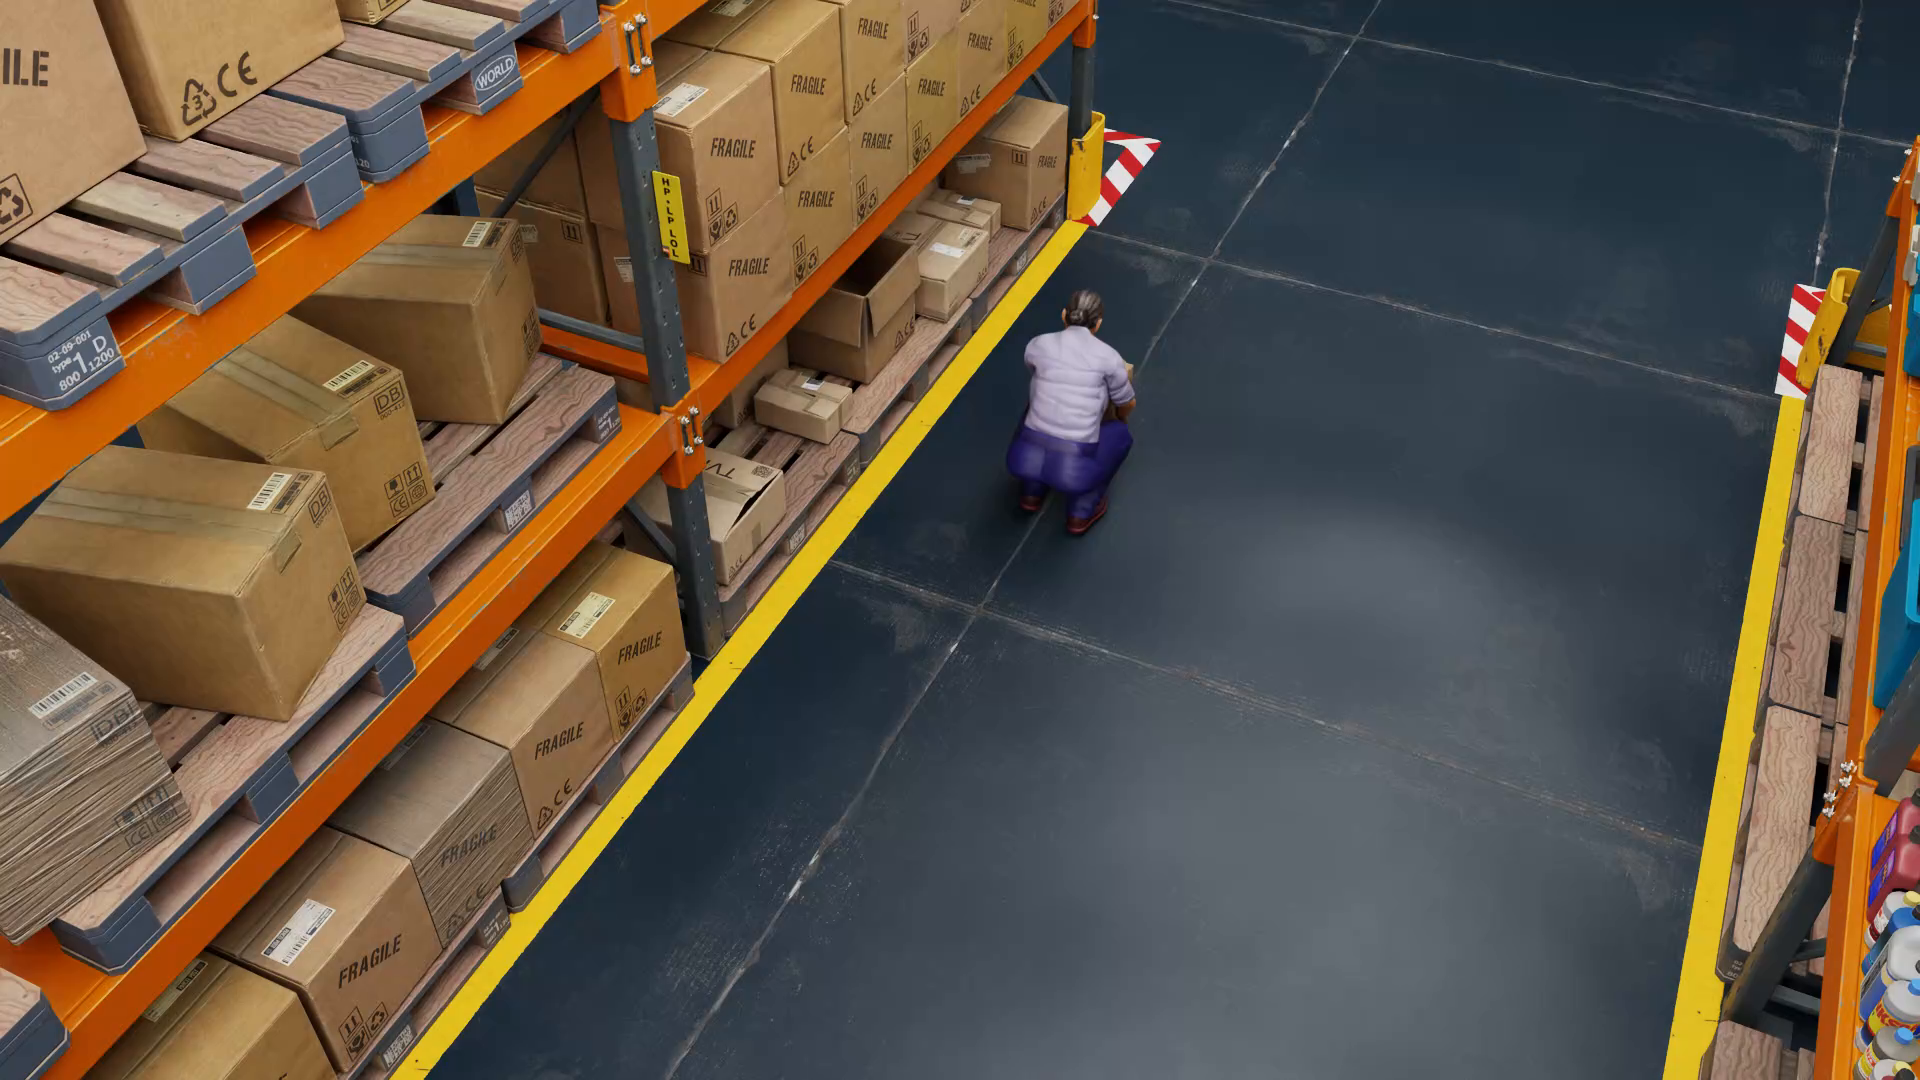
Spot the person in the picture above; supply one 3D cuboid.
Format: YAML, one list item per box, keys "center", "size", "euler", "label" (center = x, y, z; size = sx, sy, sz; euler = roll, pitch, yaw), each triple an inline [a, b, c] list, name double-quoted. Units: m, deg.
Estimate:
- center: [0.498, -0.564, 7.341]
  size: [0.508, 0.928, 0.825]
  euler: [17, 45, 18]
  label: "person"
